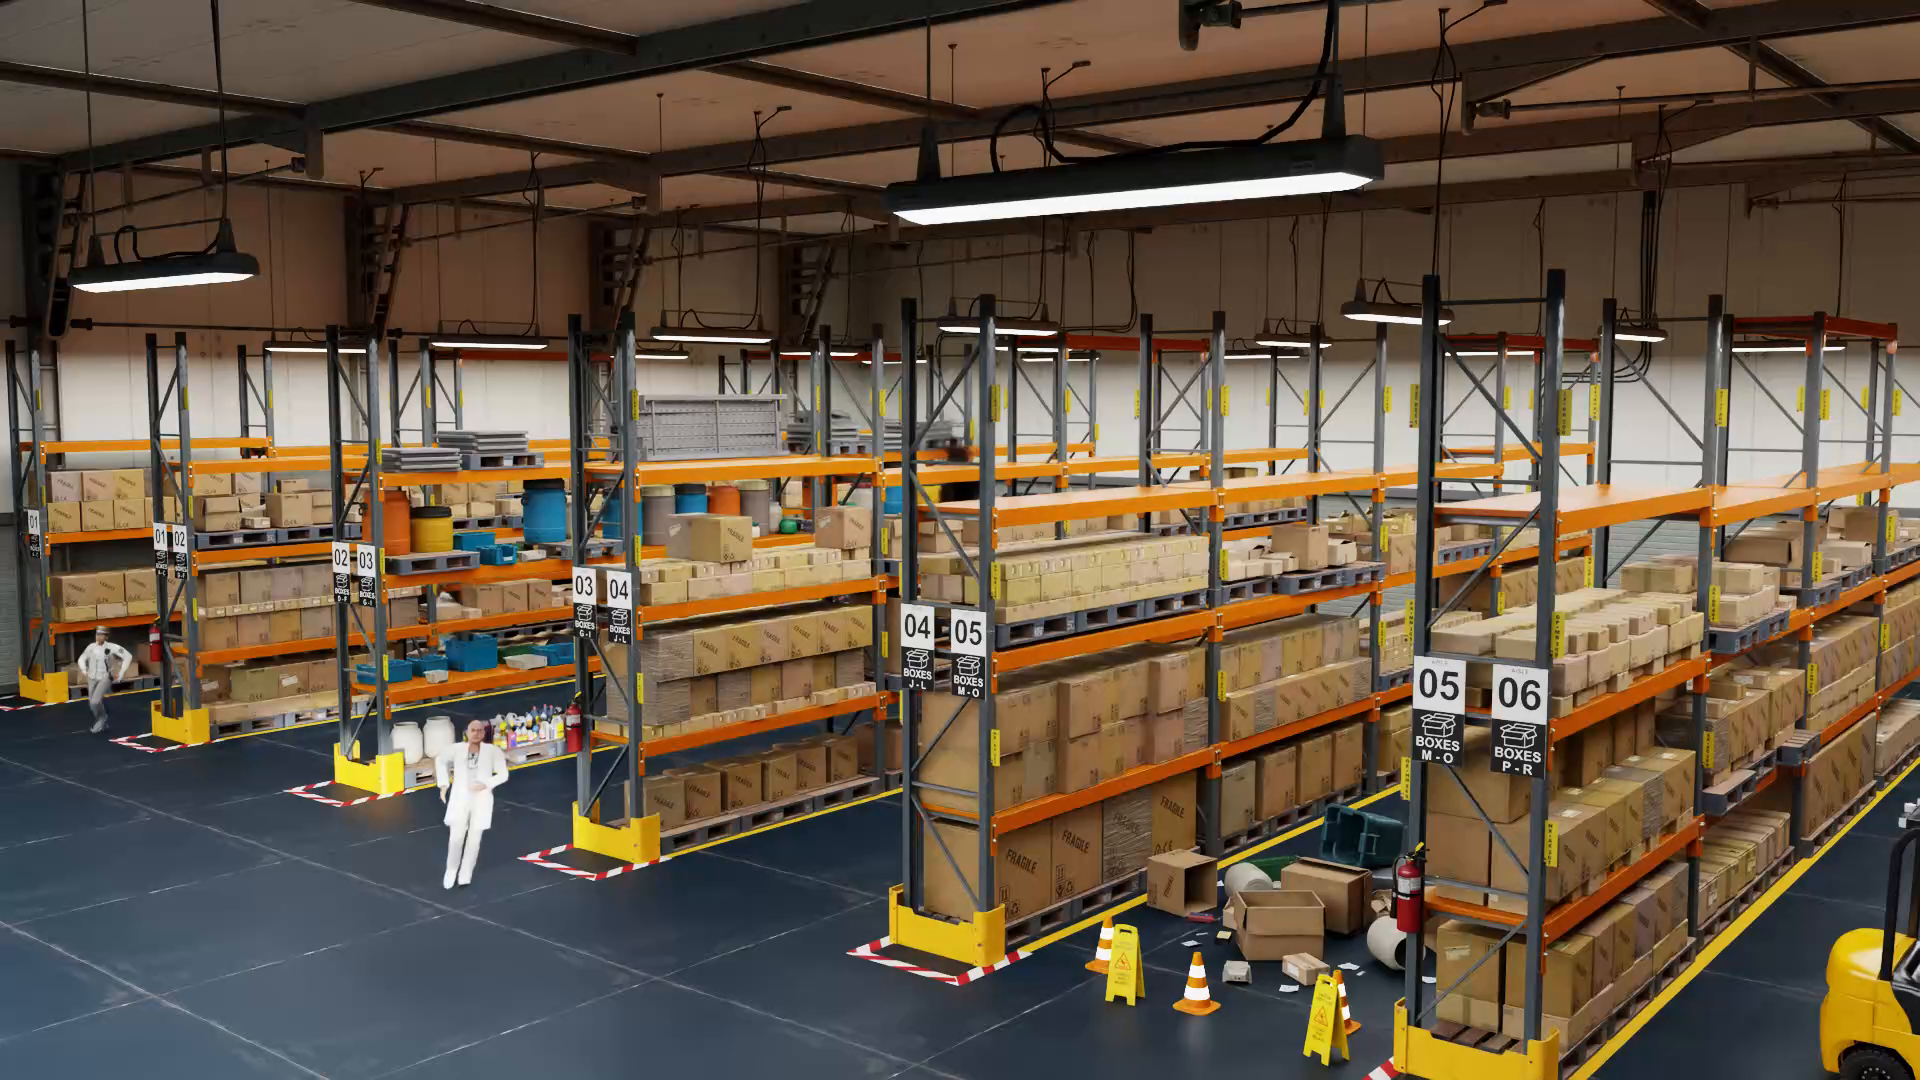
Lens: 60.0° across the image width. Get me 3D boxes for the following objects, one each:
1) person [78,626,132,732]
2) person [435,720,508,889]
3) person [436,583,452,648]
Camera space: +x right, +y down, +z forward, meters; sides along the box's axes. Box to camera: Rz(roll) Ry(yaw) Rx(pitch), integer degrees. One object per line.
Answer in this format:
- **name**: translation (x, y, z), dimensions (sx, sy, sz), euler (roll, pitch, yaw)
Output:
- **person**: translation (-12.920, 2.093, 25.046), dimensions (0.701, 1.636, 0.600), euler (0, 5, 4)
- **person**: translation (-5.063, 2.739, 17.281), dimensions (0.722, 1.743, 0.625), euler (-2, 5, -18)
- **person**: translation (-9.289, 1.578, 30.099), dimensions (0.798, 1.803, 0.679), euler (-5, 7, -41)
